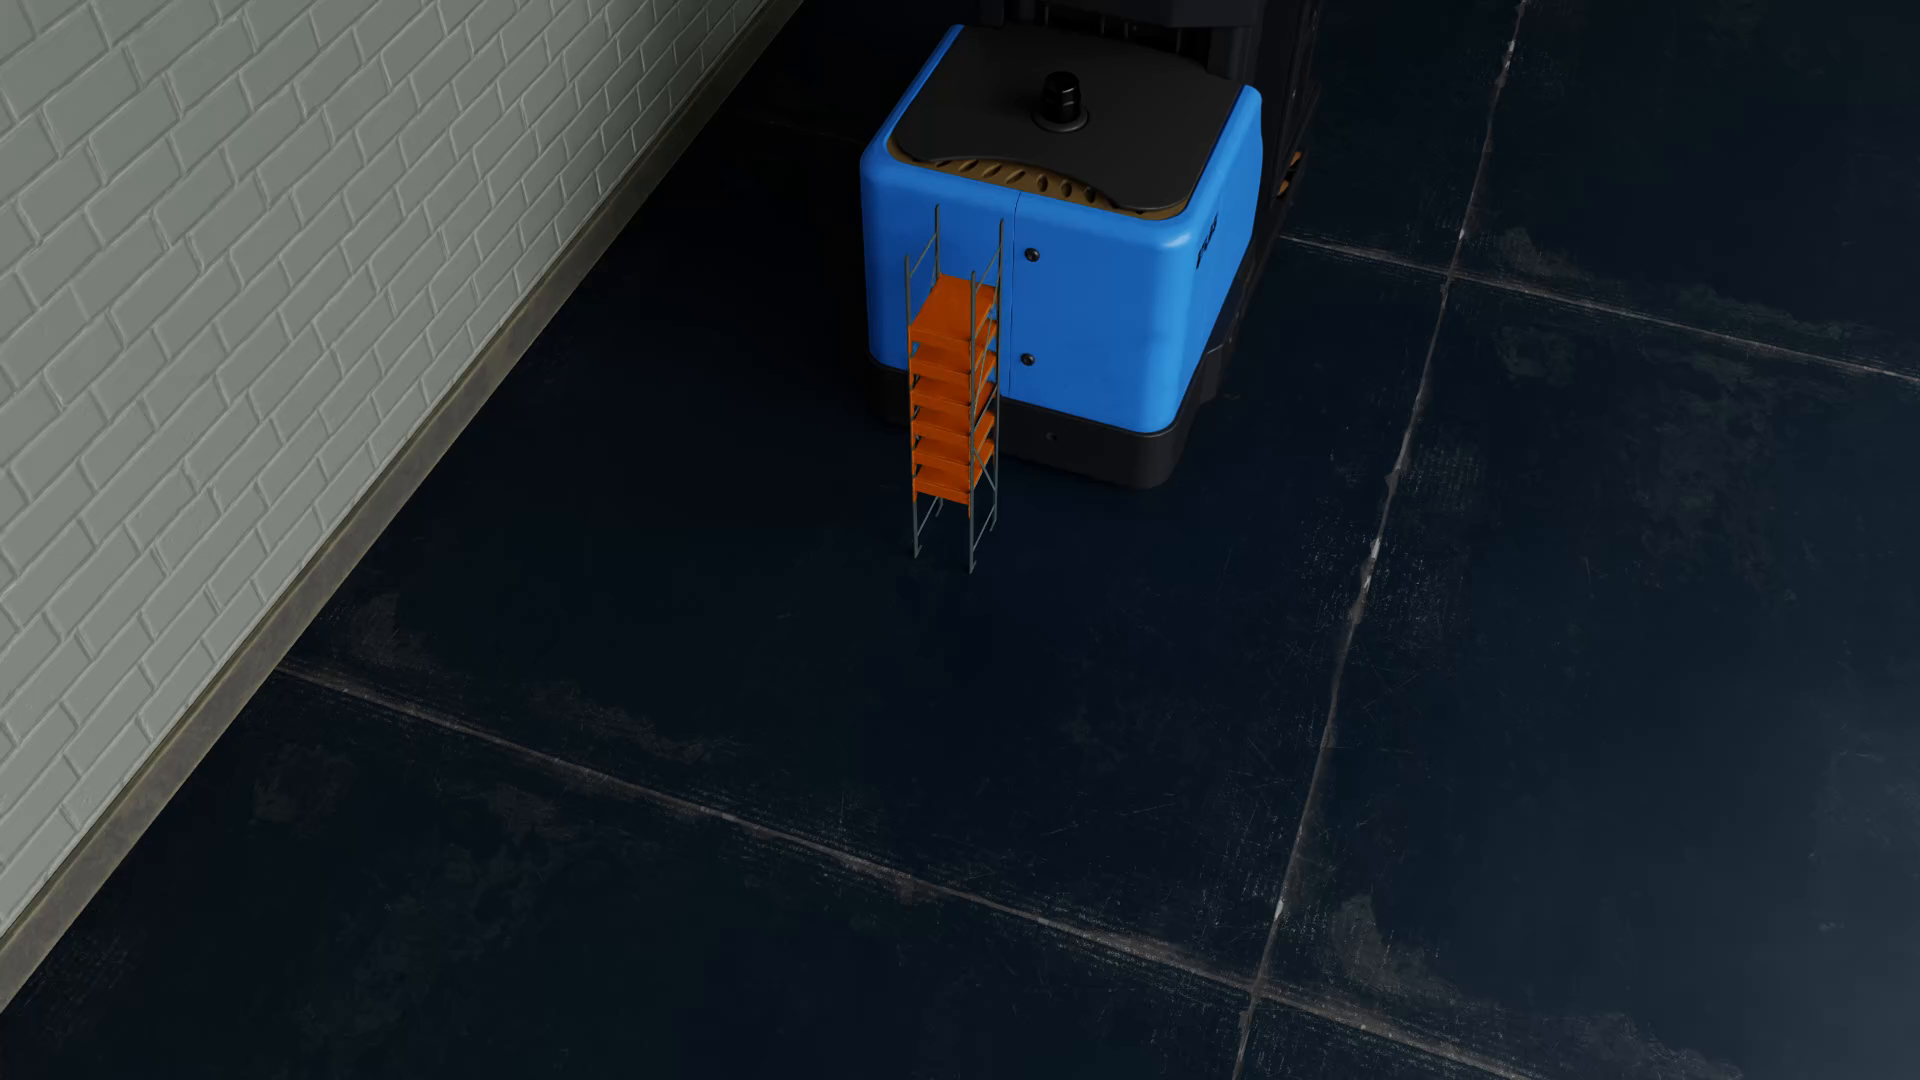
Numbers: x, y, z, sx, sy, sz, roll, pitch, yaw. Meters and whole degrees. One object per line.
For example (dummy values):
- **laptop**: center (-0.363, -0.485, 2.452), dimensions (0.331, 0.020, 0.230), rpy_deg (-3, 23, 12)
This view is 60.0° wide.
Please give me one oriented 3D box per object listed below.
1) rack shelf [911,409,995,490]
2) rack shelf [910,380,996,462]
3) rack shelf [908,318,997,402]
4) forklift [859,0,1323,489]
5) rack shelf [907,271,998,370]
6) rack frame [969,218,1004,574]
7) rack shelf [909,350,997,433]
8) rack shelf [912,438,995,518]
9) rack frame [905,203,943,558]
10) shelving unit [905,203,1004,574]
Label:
- **rack shelf**: center (-0.014, -0.289, 4.924), dimensions (0.180, 0.103, 0.258), rpy_deg (16, 51, 13)
- **rack shelf**: center (-0.014, -0.368, 4.833), dimensions (0.180, 0.103, 0.258), rpy_deg (16, 51, 13)
- **rack shelf**: center (-0.014, -0.525, 4.652), dimensions (0.180, 0.103, 0.258), rpy_deg (16, 51, 13)
- **forklift**: center (0.692, -2.261, 5.270), dimensions (1.130, 2.935, 3.031), rpy_deg (16, 51, 14)
- **rack shelf**: center (-0.014, -0.603, 4.561), dimensions (0.180, 0.103, 0.258), rpy_deg (16, 51, 13)
- **rack frame**: center (0.072, -0.373, 4.779), dimensions (0.006, 1.200, 0.240), rpy_deg (16, 51, 13)
- **rack shelf**: center (-0.014, -0.446, 4.743), dimensions (0.180, 0.103, 0.258), rpy_deg (16, 51, 13)
- **rack shelf**: center (-0.014, -0.210, 5.015), dimensions (0.180, 0.103, 0.258), rpy_deg (16, 51, 13)
- **rack frame**: center (-0.099, -0.421, 4.821), dimensions (0.006, 1.200, 0.240), rpy_deg (16, 51, 13)
- **shelving unit**: center (-0.014, -0.397, 4.800), dimensions (0.189, 1.200, 0.258), rpy_deg (16, 51, 13)
